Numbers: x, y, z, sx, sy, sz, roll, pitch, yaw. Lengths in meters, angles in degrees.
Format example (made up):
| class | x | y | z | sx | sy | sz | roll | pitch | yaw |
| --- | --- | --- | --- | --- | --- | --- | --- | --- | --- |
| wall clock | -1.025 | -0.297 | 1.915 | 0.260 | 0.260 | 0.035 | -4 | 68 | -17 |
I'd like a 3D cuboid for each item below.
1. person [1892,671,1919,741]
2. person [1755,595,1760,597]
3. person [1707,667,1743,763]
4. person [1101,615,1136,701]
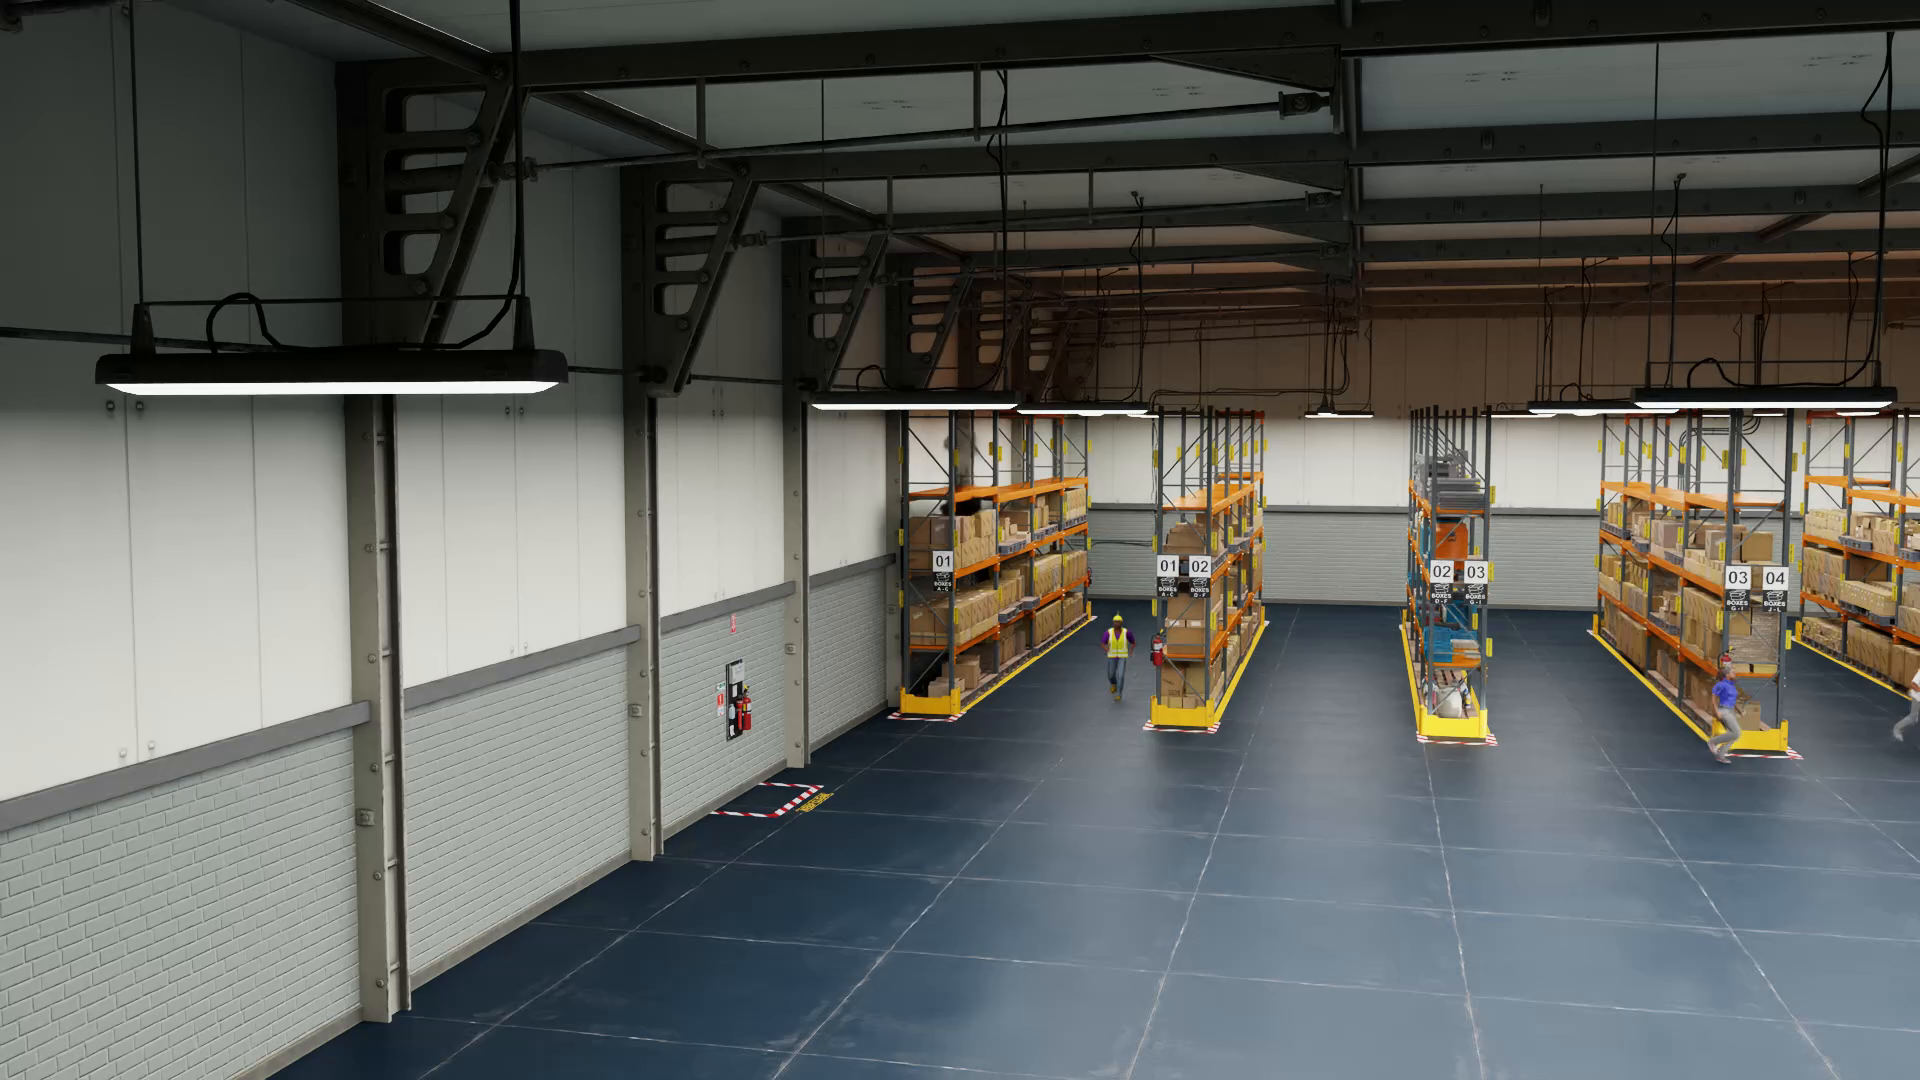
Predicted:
| class | x | y | z | sx | sy | sz | roll | pitch | yaw |
| --- | --- | --- | --- | --- | --- | --- | --- | --- | --- |
| person | 16.784 | 2.819 | 29.033 | 0.744 | 1.715 | 1.058 | -2 | 4 | -21 |
| person | 20.860 | 1.794 | 44.007 | 0.528 | 1.577 | 0.764 | 2 | 4 | 23 |
| person | 12.930 | 2.929 | 27.942 | 0.613 | 1.579 | 0.490 | -4 | 6 | -44 |
| person | 3.244 | 2.411 | 34.154 | 0.714 | 1.733 | 0.791 | 1 | 4 | 9 |
